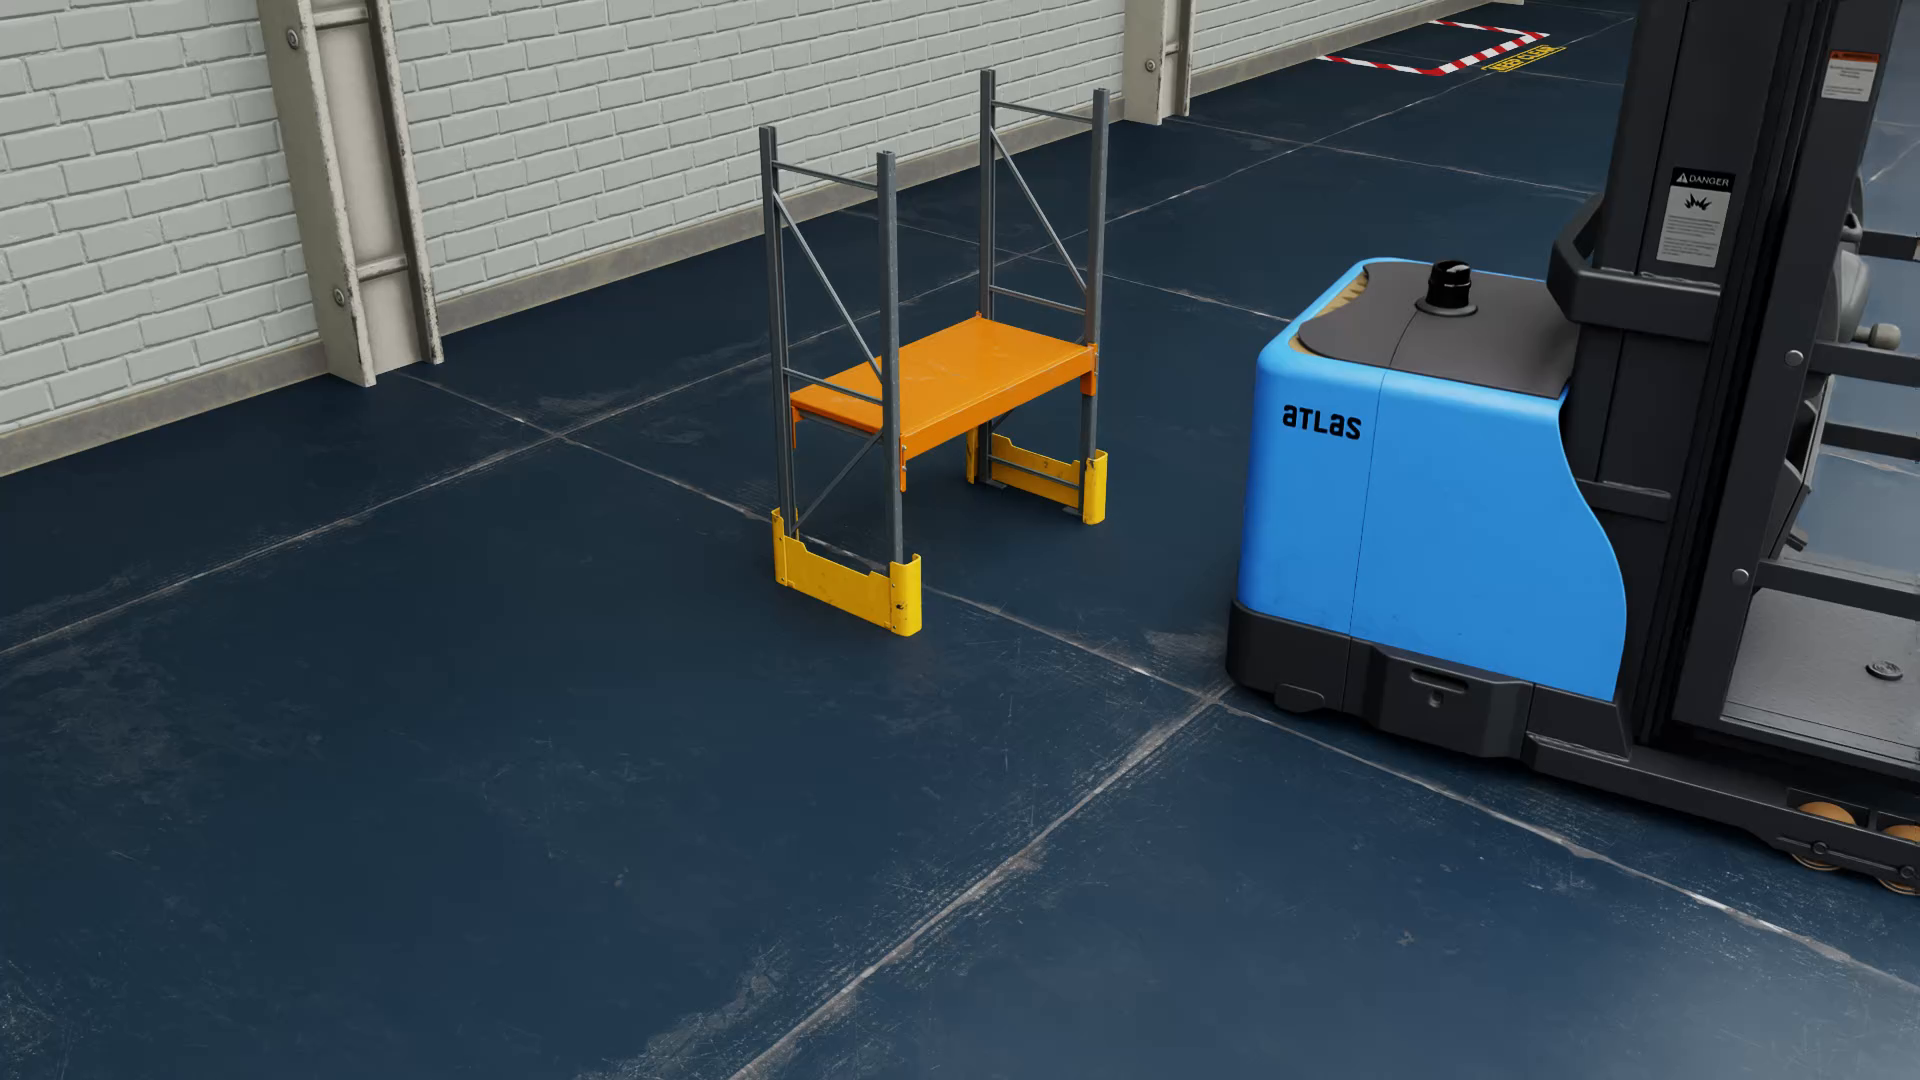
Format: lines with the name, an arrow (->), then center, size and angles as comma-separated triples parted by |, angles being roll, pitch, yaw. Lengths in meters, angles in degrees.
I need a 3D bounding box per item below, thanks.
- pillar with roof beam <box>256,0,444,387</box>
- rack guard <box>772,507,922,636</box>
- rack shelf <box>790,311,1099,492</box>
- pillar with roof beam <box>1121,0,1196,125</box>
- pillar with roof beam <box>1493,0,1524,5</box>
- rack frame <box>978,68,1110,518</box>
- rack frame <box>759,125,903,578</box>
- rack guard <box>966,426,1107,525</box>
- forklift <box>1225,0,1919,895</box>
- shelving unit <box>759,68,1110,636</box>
pillar with roof beam -> 0.830, -3.495, 2.711 | 9.100, 9.000, 0.400 | 21, 34, 34
rack guard -> -0.365, 0.093, 5.299 | 0.587, 0.250, 0.087 | 21, 34, 34
rack shelf -> -0.054, -0.476, 5.430 | 0.538, 0.185, 1.000 | 21, 34, 34
pillar with roof beam -> 4.646, -5.622, 6.824 | 9.100, 9.000, 0.400 | 21, 34, 34
pillar with roof beam -> 8.463, -7.749, 10.936 | 9.100, 9.000, 0.400 | 21, 34, 34
rack frame -> 0.269, -0.816, 5.695 | 0.500, 1.500, 0.032 | 21, 34, 34
rack frame -> -0.378, -0.456, 4.999 | 0.500, 1.500, 0.032 | 21, 34, 34
rack guard -> 0.268, -0.261, 5.982 | 0.587, 0.250, 0.087 | 21, 34, 34
forklift -> 2.317, -0.713, 3.939 | 3.031, 2.935, 1.130 | 14, 31, 25
shelving unit -> -0.048, -0.639, 5.353 | 0.587, 1.500, 1.083 | 21, 34, 34
